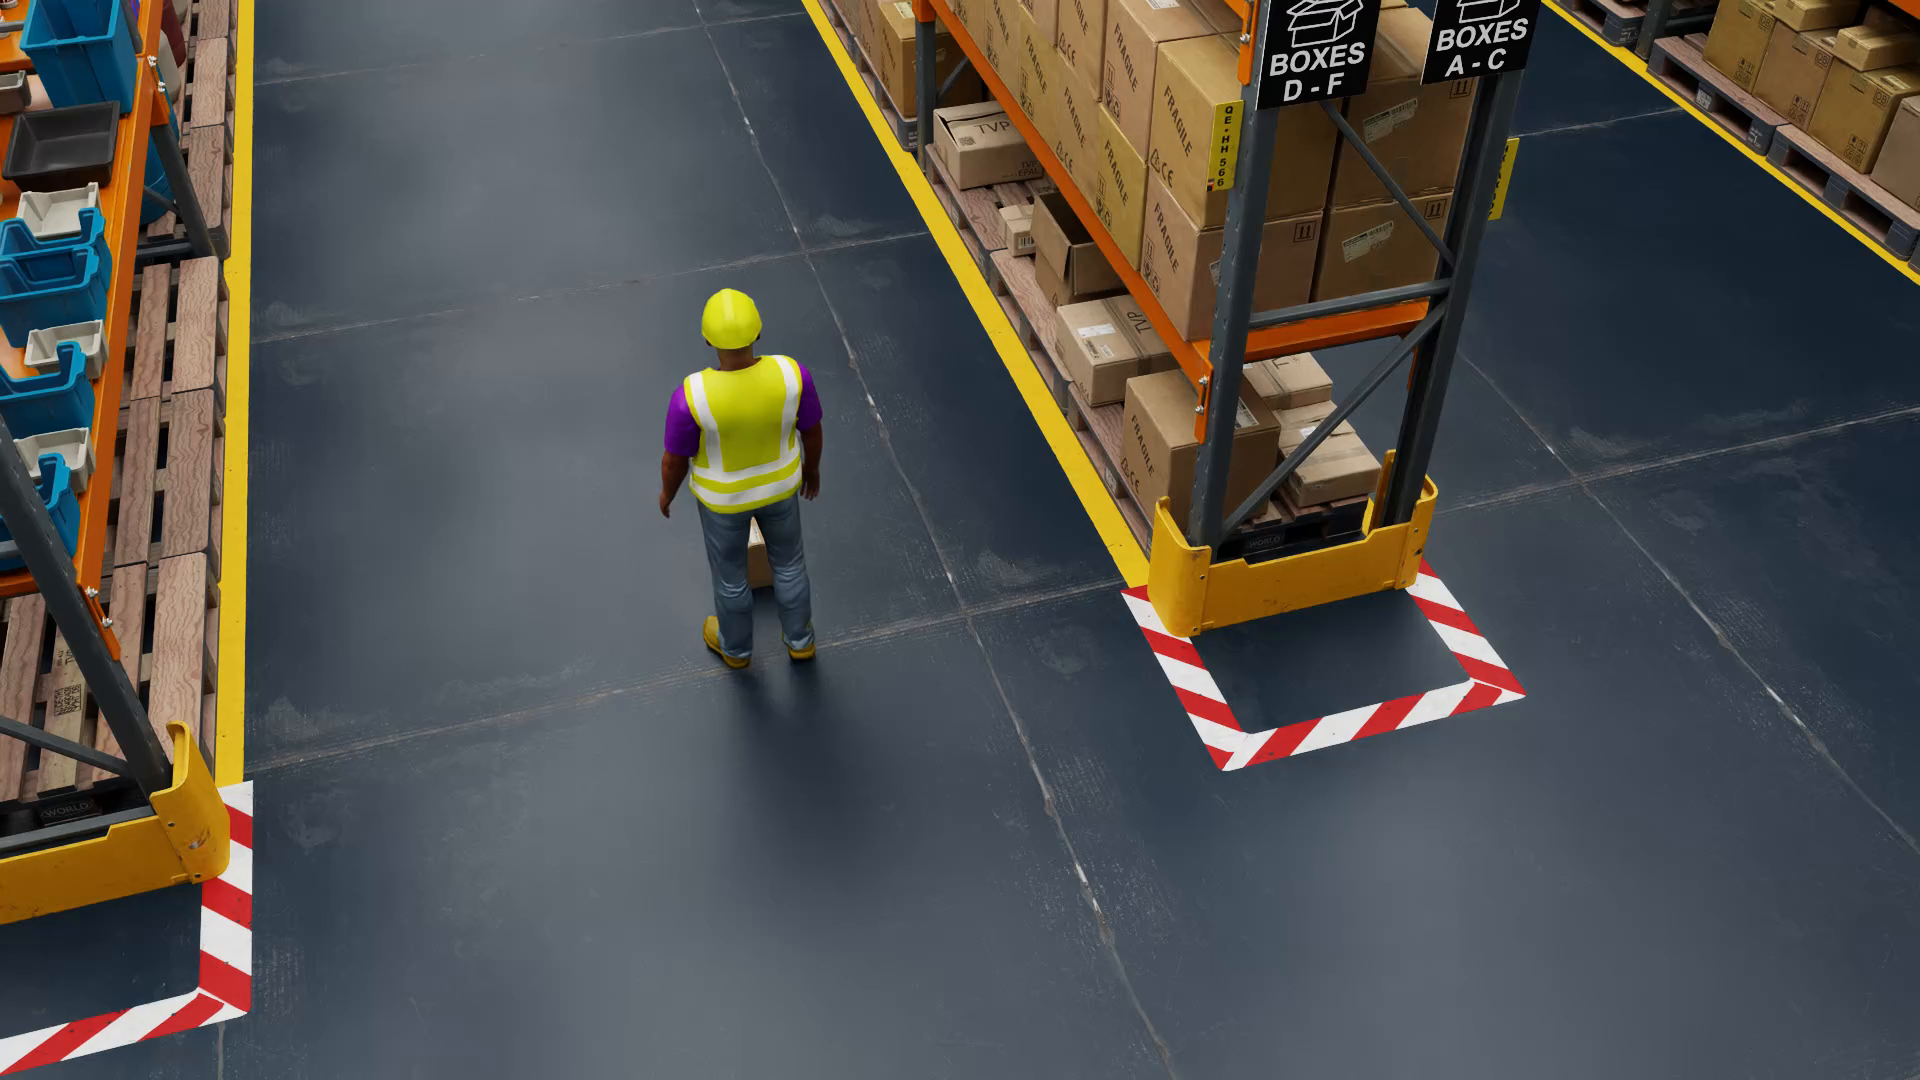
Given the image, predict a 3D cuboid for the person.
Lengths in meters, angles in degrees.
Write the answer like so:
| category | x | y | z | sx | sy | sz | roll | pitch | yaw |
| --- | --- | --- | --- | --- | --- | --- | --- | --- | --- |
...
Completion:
| category | x | y | z | sx | sy | sz | roll | pitch | yaw |
| --- | --- | --- | --- | --- | --- | --- | --- | --- | --- |
| person | -0.831 | -0.204 | 6.372 | 0.631 | 1.804 | 0.403 | -16 | 44 | -17 |
